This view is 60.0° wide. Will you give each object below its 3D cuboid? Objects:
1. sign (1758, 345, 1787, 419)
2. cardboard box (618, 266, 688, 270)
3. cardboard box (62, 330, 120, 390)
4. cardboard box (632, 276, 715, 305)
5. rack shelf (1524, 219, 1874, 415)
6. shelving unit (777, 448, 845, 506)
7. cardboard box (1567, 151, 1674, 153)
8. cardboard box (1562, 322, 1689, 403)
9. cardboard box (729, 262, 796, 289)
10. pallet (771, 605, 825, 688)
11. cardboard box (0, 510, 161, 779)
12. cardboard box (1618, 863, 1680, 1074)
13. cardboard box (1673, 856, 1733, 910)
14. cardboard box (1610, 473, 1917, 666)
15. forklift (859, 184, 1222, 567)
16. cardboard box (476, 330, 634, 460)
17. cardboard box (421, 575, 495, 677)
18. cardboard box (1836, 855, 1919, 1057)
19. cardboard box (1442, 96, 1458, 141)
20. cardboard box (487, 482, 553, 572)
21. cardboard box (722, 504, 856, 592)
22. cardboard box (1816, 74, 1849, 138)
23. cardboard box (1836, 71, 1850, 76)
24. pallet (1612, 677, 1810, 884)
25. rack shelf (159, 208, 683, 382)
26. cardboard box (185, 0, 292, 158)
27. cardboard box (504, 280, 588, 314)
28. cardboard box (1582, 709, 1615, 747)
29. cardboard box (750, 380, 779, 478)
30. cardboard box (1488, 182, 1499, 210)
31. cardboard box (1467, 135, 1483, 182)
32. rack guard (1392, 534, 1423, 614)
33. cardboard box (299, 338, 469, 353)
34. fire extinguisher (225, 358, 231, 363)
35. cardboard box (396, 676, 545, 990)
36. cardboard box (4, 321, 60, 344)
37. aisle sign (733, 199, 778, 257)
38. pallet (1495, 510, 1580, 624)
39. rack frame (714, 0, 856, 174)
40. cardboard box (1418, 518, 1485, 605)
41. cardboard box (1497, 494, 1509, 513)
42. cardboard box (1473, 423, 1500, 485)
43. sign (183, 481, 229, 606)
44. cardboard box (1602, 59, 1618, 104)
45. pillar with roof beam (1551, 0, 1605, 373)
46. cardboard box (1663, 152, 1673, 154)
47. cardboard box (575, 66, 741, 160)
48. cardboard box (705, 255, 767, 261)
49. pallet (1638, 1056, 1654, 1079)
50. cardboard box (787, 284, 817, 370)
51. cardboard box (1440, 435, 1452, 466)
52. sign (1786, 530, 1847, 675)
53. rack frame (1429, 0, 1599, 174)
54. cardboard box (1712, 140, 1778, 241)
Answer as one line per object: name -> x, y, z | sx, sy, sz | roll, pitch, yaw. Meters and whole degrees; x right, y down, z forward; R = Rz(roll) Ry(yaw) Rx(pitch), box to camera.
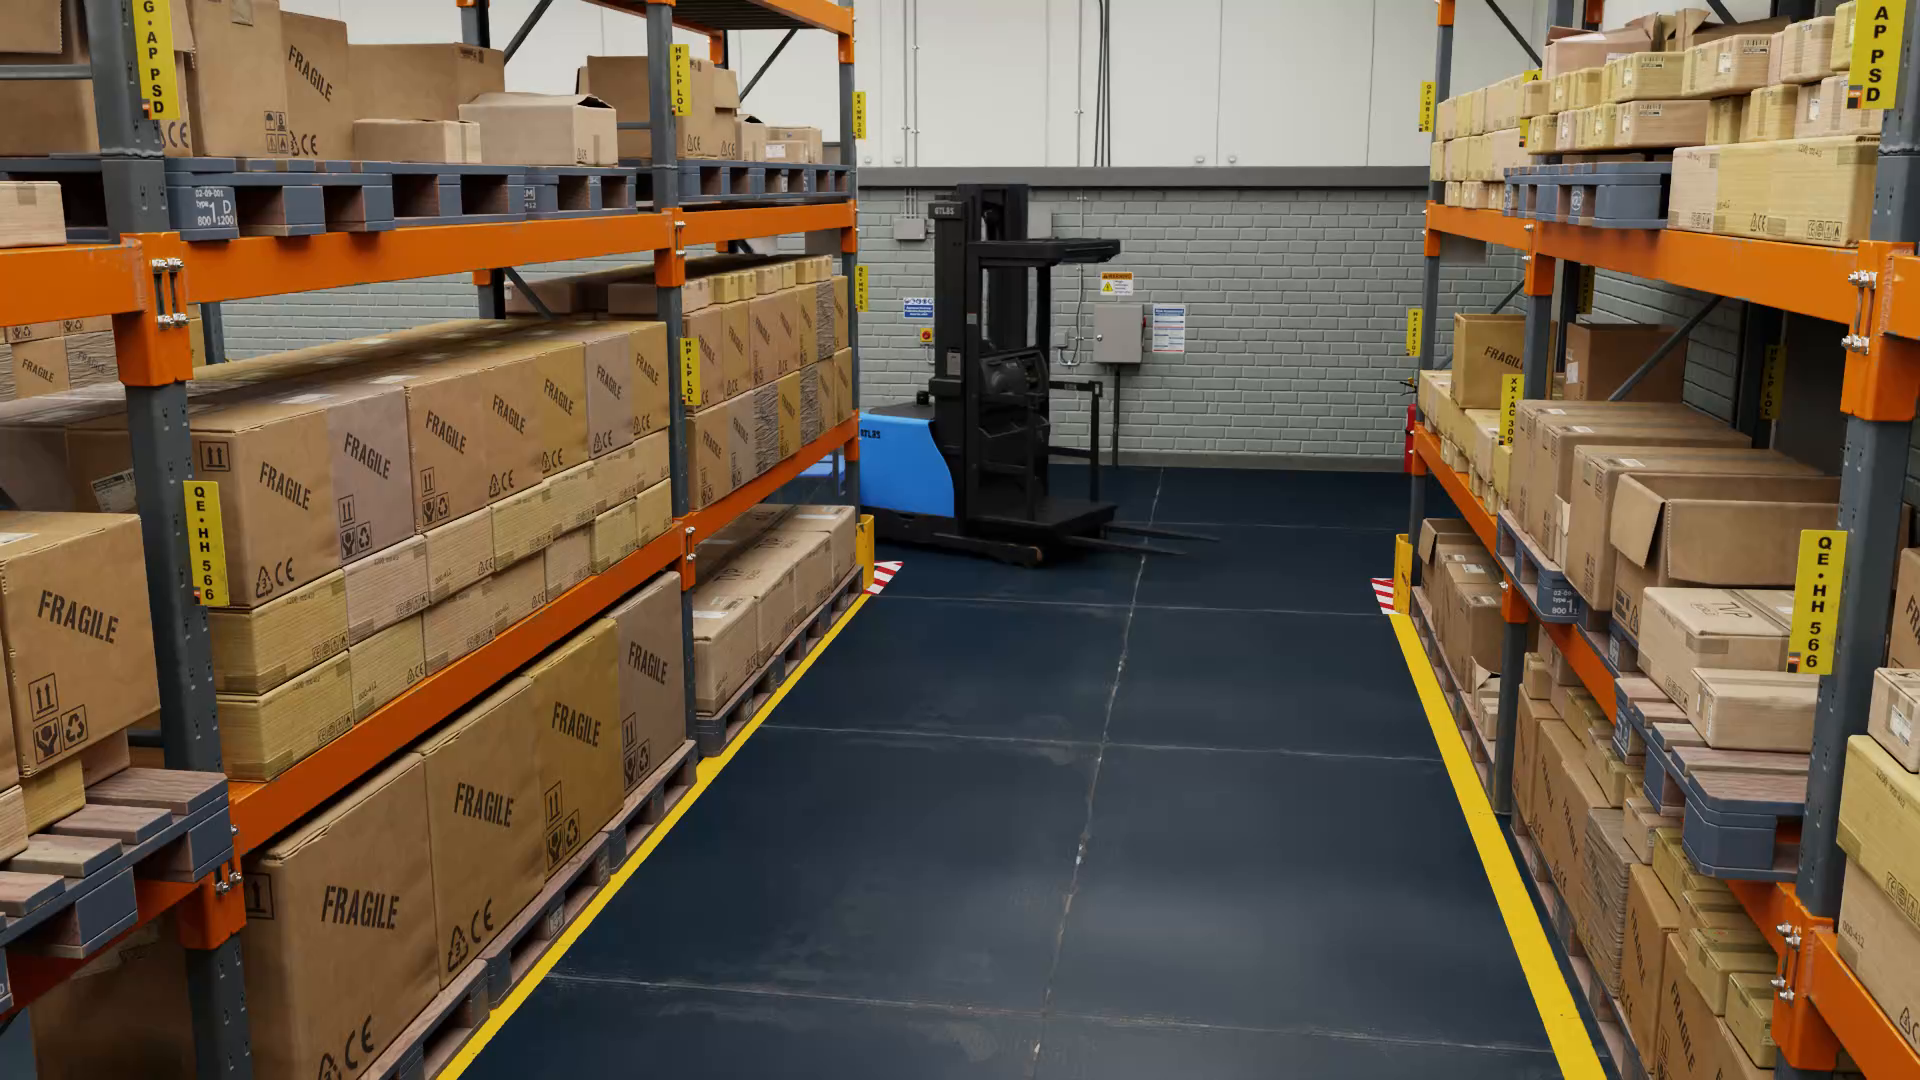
sign -> 3.595, -0.700, 7.371 | 0.100, 0.325, 0.005 | 2, 12, 9
cardboard box -> -1.844, -1.556, 9.942 | 0.380, 0.149, 0.250 | 2, 12, 9
cardboard box -> -6.118, -1.162, 11.324 | 0.500, 0.500, 0.500 | 2, 12, 9
cardboard box -> -1.533, -1.331, 8.901 | 0.380, 0.149, 0.250 | 2, 12, 8
rack shelf -> 2.739, -0.849, 5.401 | 1.077, 0.370, 4.000 | 2, 12, 9
shelving unit -> -1.173, -0.731, 13.826 | 0.538, 1.500, 1.048 | 1, 12, 6
cardboard box -> 2.591, -1.591, 6.496 | 0.380, 0.149, 0.250 | 2, 12, 9
cardboard box -> 3.538, -0.891, 8.877 | 0.500, 0.500, 0.500 | 2, 12, 7
cardboard box -> -1.243, -1.650, 10.378 | 0.380, 0.149, 0.250 | 2, 12, 10
pallet -> -1.480, 0.642, 10.514 | 1.003, 0.211, 1.213 | 2, 12, 9
cardboard box -> -2.269, 0.226, 3.885 | 0.500, 0.500, 0.500 | 2, 12, 7
cardboard box -> 2.449, 1.391, 5.357 | 0.500, 0.500, 0.500 | 2, 12, 11
cardboard box -> 2.438, 1.106, 5.140 | 0.380, 0.149, 0.250 | 2, 12, 10
cardboard box -> 2.499, 0.080, 5.259 | 0.797, 0.503, 0.637 | 2, 12, 7
forklift -> 0.609, -1.345, 13.278 | 3.031, 2.935, 1.130 | 8, 15, 33
cardboard box -> -1.752, -0.639, 7.230 | 0.500, 0.500, 0.500 | 2, 12, 10
cardboard box -> -2.002, 0.285, 5.908 | 0.500, 0.250, 0.500 | 2, 12, 11
cardboard box -> 2.121, 0.840, 3.334 | 0.500, 0.250, 0.500 | 2, 12, 9
cardboard box -> 3.248, -2.577, 10.174 | 0.500, 0.250, 0.500 | 2, 12, 8
cardboard box -> -1.892, -0.063, 6.334 | 0.500, 0.250, 0.500 | 2, 12, 10
cardboard box -> -1.247, 0.044, 11.753 | 0.875, 0.438, 0.875 | 1, 12, 7
cardboard box -> 2.307, -1.041, 3.994 | 0.380, 0.149, 0.250 | 2, 12, 7
cardboard box -> 2.336, -1.184, 3.951 | 0.380, 0.149, 0.250 | 1, 12, 7
pallet -> 2.466, 0.632, 4.395 | 1.213, 0.211, 1.003 | 2, 12, 9
rack shelf -> -2.167, -1.009, 6.144 | 1.077, 0.370, 4.000 | 2, 12, 9
cardboard box -> -2.510, -1.411, 5.066 | 0.700, 0.500, 0.500 | 1, 12, 6
cardboard box -> -2.126, -1.240, 8.477 | 0.380, 0.149, 0.250 | 2, 12, 7
cardboard box -> 2.705, 0.786, 6.622 | 0.380, 0.149, 0.250 | 2, 12, 8
cardboard box -> -1.364, -0.657, 9.684 | 0.500, 0.500, 0.500 | 2, 12, 9
cardboard box -> 3.045, -1.844, 8.904 | 0.380, 0.149, 0.250 | 2, 12, 9
cardboard box -> 3.117, -2.117, 9.228 | 0.500, 0.250, 0.500 | 2, 12, 8
rack guard -> 3.650, 0.254, 11.627 | 1.175, 0.500, 0.348 | 2, 12, 9
cardboard box -> -2.341, -0.555, 6.839 | 0.500, 0.500, 0.500 | 2, 12, 7
fire extinguisher -> -5.656, -1.100, 13.048 | 0.296, 0.674, 0.183 | 2, 12, 9
cardboard box -> -2.145, 1.028, 6.148 | 0.875, 0.875, 0.875 | 2, 12, 9
cardboard box -> -6.202, -1.538, 10.695 | 0.500, 0.500, 0.500 | 1, 12, 7
aisle sign -> -1.519, -2.439, 12.019 | 0.394, 0.787, 0.004 | 2, 12, 9
pallet -> 2.815, 0.106, 6.838 | 1.003, 0.211, 1.213 | 2, 12, 9
rack frame -> -1.244, -4.076, 11.548 | 1.000, 3.000, 0.127 | 2, 12, 9
cardboard box -> 3.474, 0.156, 11.079 | 0.797, 0.503, 0.637 | 1, 12, 6
cardboard box -> 2.864, -0.158, 8.201 | 0.380, 0.149, 0.250 | 2, 12, 10
cardboard box -> 2.946, -0.442, 8.573 | 0.500, 0.250, 0.500 | 2, 12, 9
sign -> -1.937, 0.010, 4.266 | 0.100, 0.325, 0.005 | 2, 12, 9
cardboard box -> 2.436, -1.576, 5.720 | 0.380, 0.149, 0.250 | 2, 12, 9
pillar with roof beam -> 0.713, -4.588, 13.921 | 9.100, 9.000, 0.400 | 2, 12, 9
cardboard box -> 3.055, -1.631, 6.683 | 0.380, 0.149, 0.250 | 2, 12, 10
cardboard box -> -1.683, -2.364, 9.242 | 0.797, 0.503, 0.637 | 3, 12, 13
cardboard box -> -1.542, -1.877, 11.430 | 0.380, 0.149, 0.250 | 2, 12, 10
pallet -> 2.583, 1.891, 4.719 | 1.003, 0.211, 1.213 | 2, 12, 9
cardboard box -> -1.213, -1.361, 10.576 | 0.500, 0.500, 0.500 | 2, 12, 8
cardboard box -> 3.092, -0.535, 9.950 | 0.380, 0.149, 0.250 | 2, 12, 7
sign -> 1.893, 0.139, 3.669 | 0.100, 0.325, 0.005 | 2, 12, 9
rack frame -> 3.661, -3.916, 10.805 | 1.000, 3.000, 0.127 | 2, 12, 9
cardboard box -> 2.347, -0.931, 4.427 | 0.500, 0.250, 0.500 | 2, 12, 9
